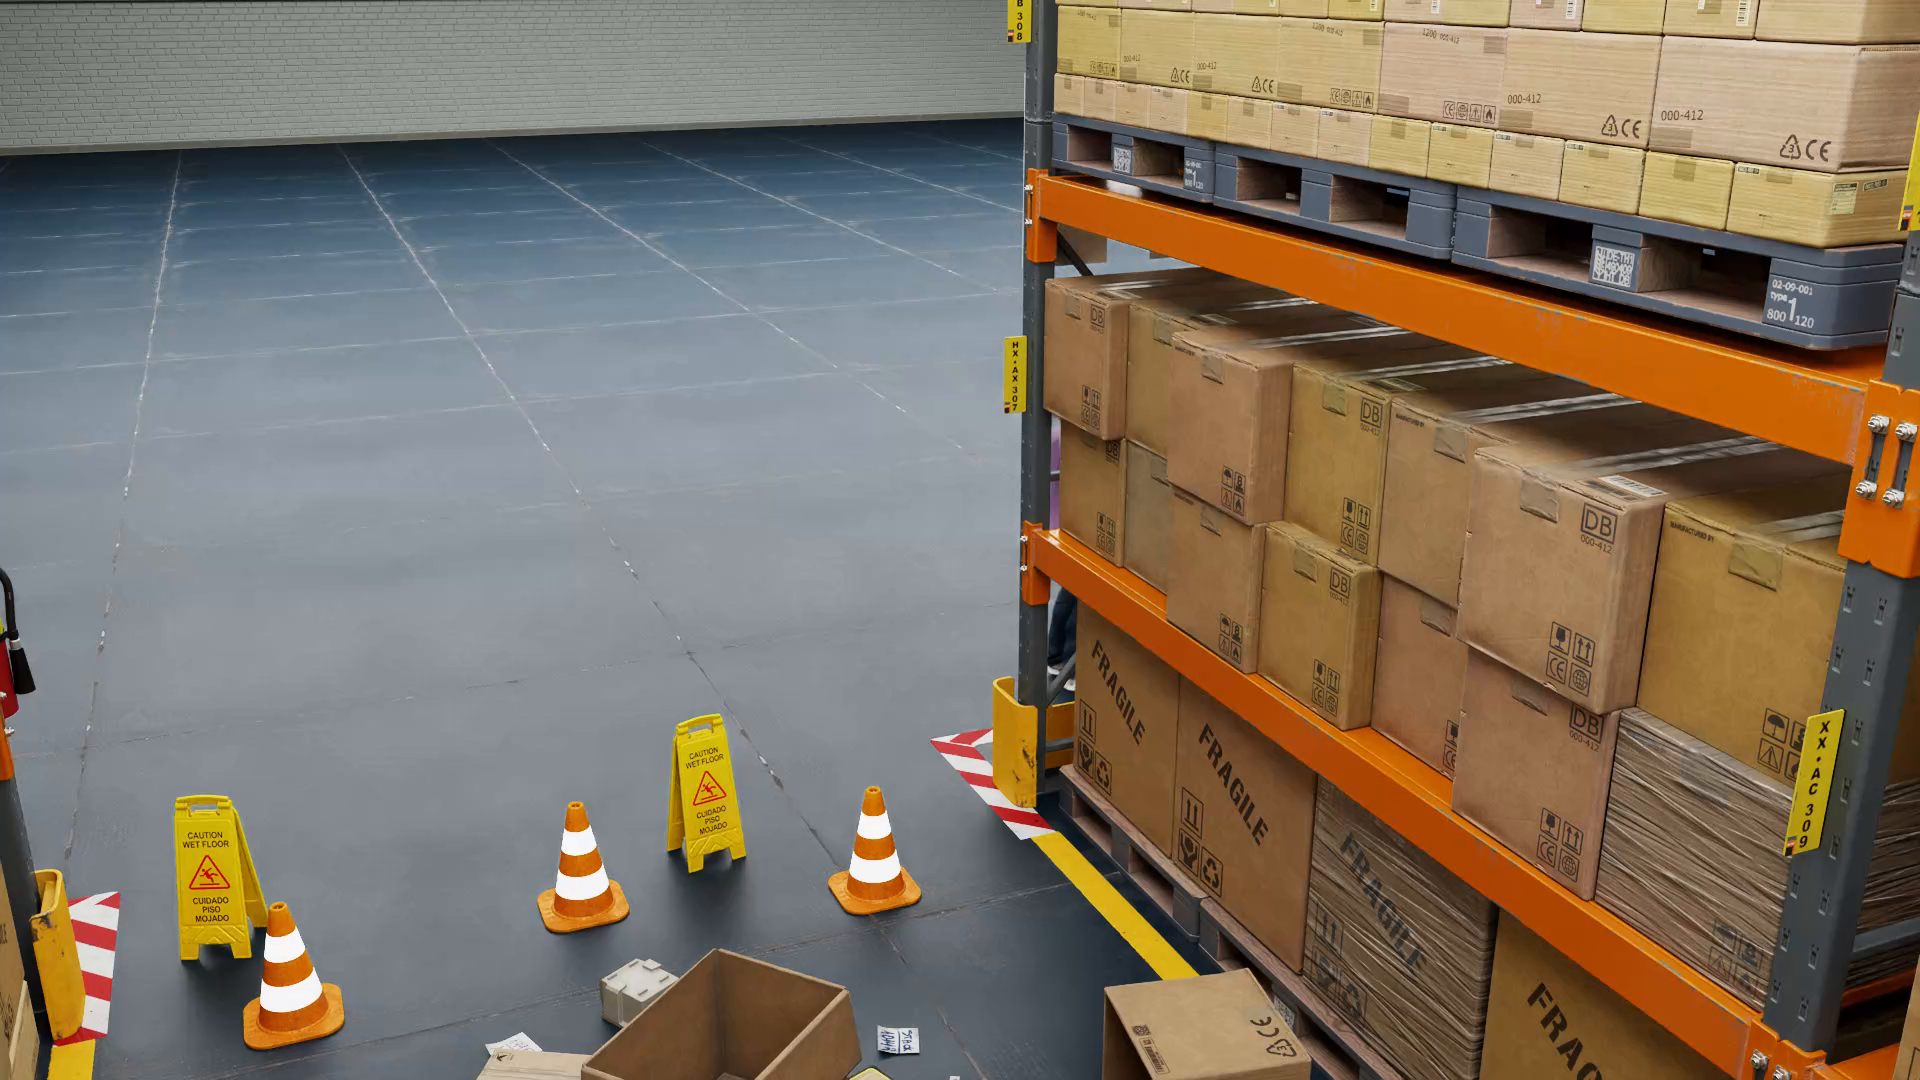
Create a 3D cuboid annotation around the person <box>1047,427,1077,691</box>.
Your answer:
[{"bbox_3d":[0.596,-0.012,8.614,0.340,1.595,0.456,-7,20,-19],"label":"person"}]
